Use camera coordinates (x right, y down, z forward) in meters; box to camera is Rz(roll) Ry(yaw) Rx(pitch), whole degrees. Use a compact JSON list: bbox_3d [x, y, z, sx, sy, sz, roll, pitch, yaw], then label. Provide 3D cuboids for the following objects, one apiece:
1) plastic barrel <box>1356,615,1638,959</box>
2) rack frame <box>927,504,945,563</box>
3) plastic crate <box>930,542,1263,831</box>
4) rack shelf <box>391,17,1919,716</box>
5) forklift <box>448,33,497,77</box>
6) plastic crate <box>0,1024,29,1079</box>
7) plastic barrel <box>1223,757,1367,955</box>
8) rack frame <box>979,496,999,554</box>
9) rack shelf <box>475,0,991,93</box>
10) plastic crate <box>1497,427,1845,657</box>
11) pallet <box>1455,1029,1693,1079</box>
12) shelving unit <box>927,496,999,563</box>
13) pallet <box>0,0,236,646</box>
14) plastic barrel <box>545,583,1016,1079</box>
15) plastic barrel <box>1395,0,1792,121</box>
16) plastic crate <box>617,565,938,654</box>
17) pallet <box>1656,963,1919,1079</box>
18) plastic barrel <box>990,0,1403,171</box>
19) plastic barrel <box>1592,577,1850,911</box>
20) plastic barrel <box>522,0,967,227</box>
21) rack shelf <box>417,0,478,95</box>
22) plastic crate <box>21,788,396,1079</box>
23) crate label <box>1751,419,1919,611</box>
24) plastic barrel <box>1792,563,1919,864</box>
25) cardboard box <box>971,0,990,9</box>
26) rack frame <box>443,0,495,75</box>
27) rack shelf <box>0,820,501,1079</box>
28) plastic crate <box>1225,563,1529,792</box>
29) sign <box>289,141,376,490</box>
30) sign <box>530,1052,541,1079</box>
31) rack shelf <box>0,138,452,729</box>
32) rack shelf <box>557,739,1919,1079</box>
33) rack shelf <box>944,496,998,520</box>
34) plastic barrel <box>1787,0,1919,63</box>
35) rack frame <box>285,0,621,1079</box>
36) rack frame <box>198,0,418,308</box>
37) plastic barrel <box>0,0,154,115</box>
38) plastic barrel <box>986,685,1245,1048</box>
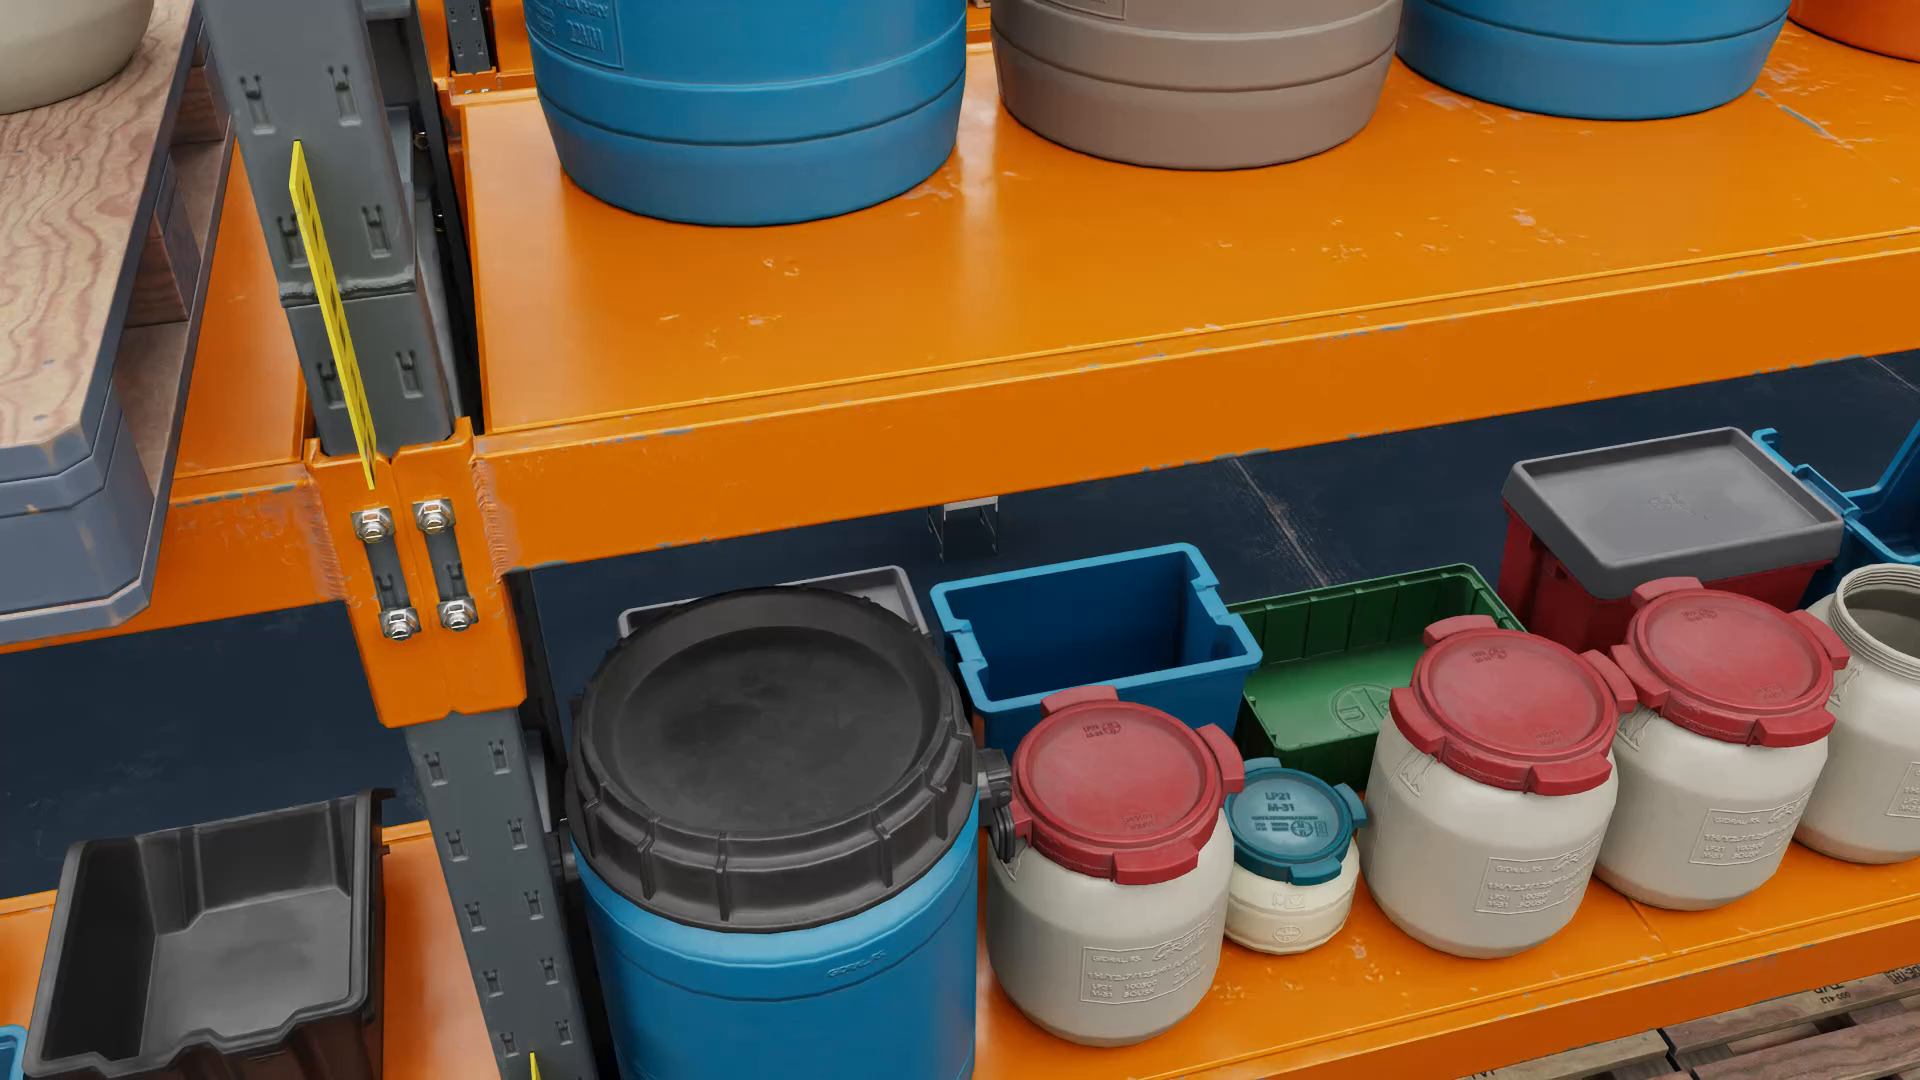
[{"bbox_3d":[0.966,0.472,3.053,0.433,0.535,0.433,0,37,0],"label":"plastic barrel"},{"bbox_3d":[-0.090,-0.343,5.957,0.006,0.900,0.240,-9,38,-12],"label":"rack frame"},{"bbox_3d":[0.261,0.314,3.384,0.575,0.384,0.392,-9,38,-12],"label":"plastic crate"},{"bbox_3d":[1.208,-0.558,2.634,4.000,0.370,1.077,-9,38,-12],"label":"rack shelf"},{"bbox_3d":[-2.619,-3.626,8.577,3.031,2.935,1.130,-10,38,-12],"label":"forklift"},{"bbox_3d":[-1.721,1.058,2.520,0.616,0.251,0.499,-9,38,-12],"label":"plastic crate"},{"bbox_3d":[0.595,0.600,3.111,0.301,0.262,0.301,0,37,0],"label":"plastic barrel"},{"bbox_3d":[0.106,-0.375,5.999,0.006,0.900,0.240,-9,38,-12],"label":"rack frame"},{"bbox_3d":[-0.080,-2.273,7.344,4.000,0.370,1.077,-9,38,-12],"label":"rack shelf"},{"bbox_3d":[1.499,0.082,3.621,0.583,0.464,0.402,-9,38,-12],"label":"plastic crate"},{"bbox_3d":[1.205,1.430,4.207,1.213,0.211,1.003,-9,38,-12],"label":"pallet"},{"bbox_3d":[0.008,-0.359,5.978,0.210,0.900,0.258,-9,38,-12],"label":"shelving unit"},{"bbox_3d":[-1.394,-0.280,1.834,1.003,0.211,1.213,-9,38,-12],"label":"pallet"},{"bbox_3d":[-0.271,0.582,2.608,0.708,0.901,0.600,-9,38,-12],"label":"plastic barrel"},{"bbox_3d":[0.974,-1.141,2.391,0.708,0.901,0.600,-9,38,-12],"label":"plastic barrel"},{"bbox_3d":[-0.336,0.383,3.228,0.583,0.464,0.402,-9,38,-12],"label":"plastic crate"},{"bbox_3d":[2.380,1.238,4.457,1.213,0.211,1.003,-9,38,-12],"label":"pallet"},{"bbox_3d":[0.343,-1.037,2.256,0.600,0.901,0.600,0,37,0],"label":"plastic barrel"},{"bbox_3d":[1.384,0.403,3.143,0.433,0.535,0.433,0,37,0],"label":"plastic barrel"},{"bbox_3d":[-0.289,-0.934,2.120,0.708,0.901,0.600,-9,38,-12],"label":"plastic barrel"},{"bbox_3d":[-3.942,-1.639,6.516,4.000,0.370,1.077,-9,38,-12],"label":"rack shelf"},{"bbox_3d":[-1.262,0.698,2.920,0.504,0.338,0.767,-9,38,-12],"label":"plastic crate"},{"bbox_3d":[2.109,0.016,3.732,0.616,0.435,0.502,-9,38,-12],"label":"crate label"},{"bbox_3d":[1.794,0.342,3.243,0.421,0.512,0.421,0,37,0],"label":"plastic barrel"},{"bbox_3d":[0.235,-2.639,7.149,0.500,0.500,0.500,-11,39,-14],"label":"cardboard box"},{"bbox_3d":[-2.011,-2.241,6.711,0.127,3.000,1.000,-9,38,-12],"label":"rack frame"},{"bbox_3d":[-2.654,1.267,2.717,4.000,0.370,1.077,-9,38,-12],"label":"rack shelf"},{"bbox_3d":[0.884,0.307,3.554,0.662,0.188,0.450,-9,38,-12],"label":"plastic crate"},{"bbox_3d":[-0.591,-0.206,1.574,0.005,0.325,0.100,-9,38,-12],"label":"sign"},{"bbox_3d":[-0.591,0.879,2.404,0.005,0.325,0.100,-9,38,-12],"label":"sign"},{"bbox_3d":[-2.654,0.076,1.805,4.000,0.370,1.077,-9,38,-12],"label":"rack shelf"},{"bbox_3d":[1.208,0.634,3.545,4.000,0.370,1.077,-9,38,-12],"label":"rack shelf"},{"bbox_3d":[0.008,-0.189,6.108,0.200,0.077,0.258,-9,38,-12],"label":"rack shelf"},{"bbox_3d":[1.658,-1.225,2.560,0.708,0.830,0.600,-9,38,-12],"label":"plastic barrel"},{"bbox_3d":[-0.723,0.665,2.912,0.127,3.000,1.000,-9,38,-12],"label":"rack frame"},{"bbox_3d":[-0.723,-1.718,1.090,0.127,3.000,1.000,-9,38,-12],"label":"rack frame"},{"bbox_3d":[-1.190,-0.785,1.901,0.421,0.512,0.421,0,37,0],"label":"plastic barrel"},{"bbox_3d":[0.258,0.588,2.901,0.433,0.535,0.433,0,37,0],"label":"plastic barrel"}]
